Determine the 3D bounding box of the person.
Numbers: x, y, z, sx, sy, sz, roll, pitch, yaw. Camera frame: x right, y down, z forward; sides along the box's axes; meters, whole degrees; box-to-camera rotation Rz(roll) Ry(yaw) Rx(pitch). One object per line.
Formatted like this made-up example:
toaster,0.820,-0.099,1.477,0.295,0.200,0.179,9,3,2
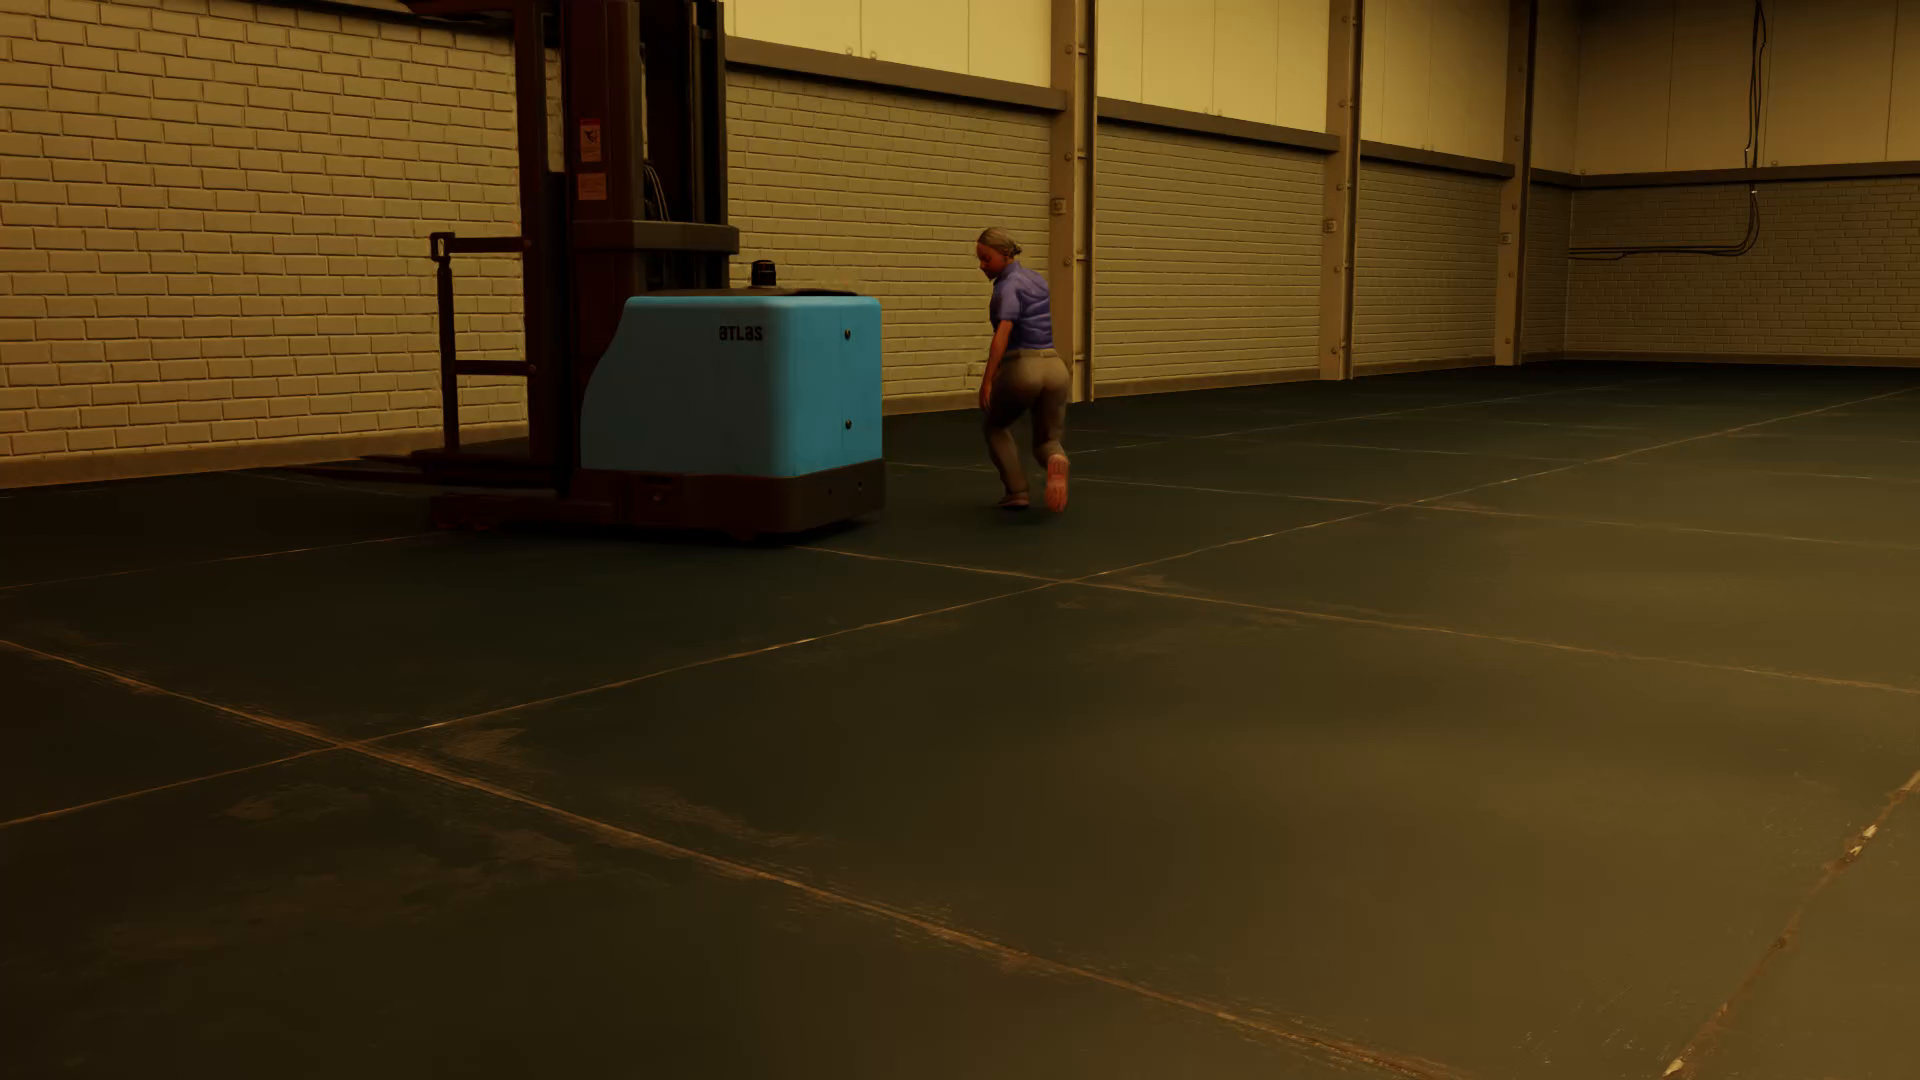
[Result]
person,0.286,-0.837,8.334,0.576,1.438,0.779,-5,10,-31

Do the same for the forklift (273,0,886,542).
forklift,-1.924,-1.555,7.911,3.031,2.935,1.130,3,9,22
